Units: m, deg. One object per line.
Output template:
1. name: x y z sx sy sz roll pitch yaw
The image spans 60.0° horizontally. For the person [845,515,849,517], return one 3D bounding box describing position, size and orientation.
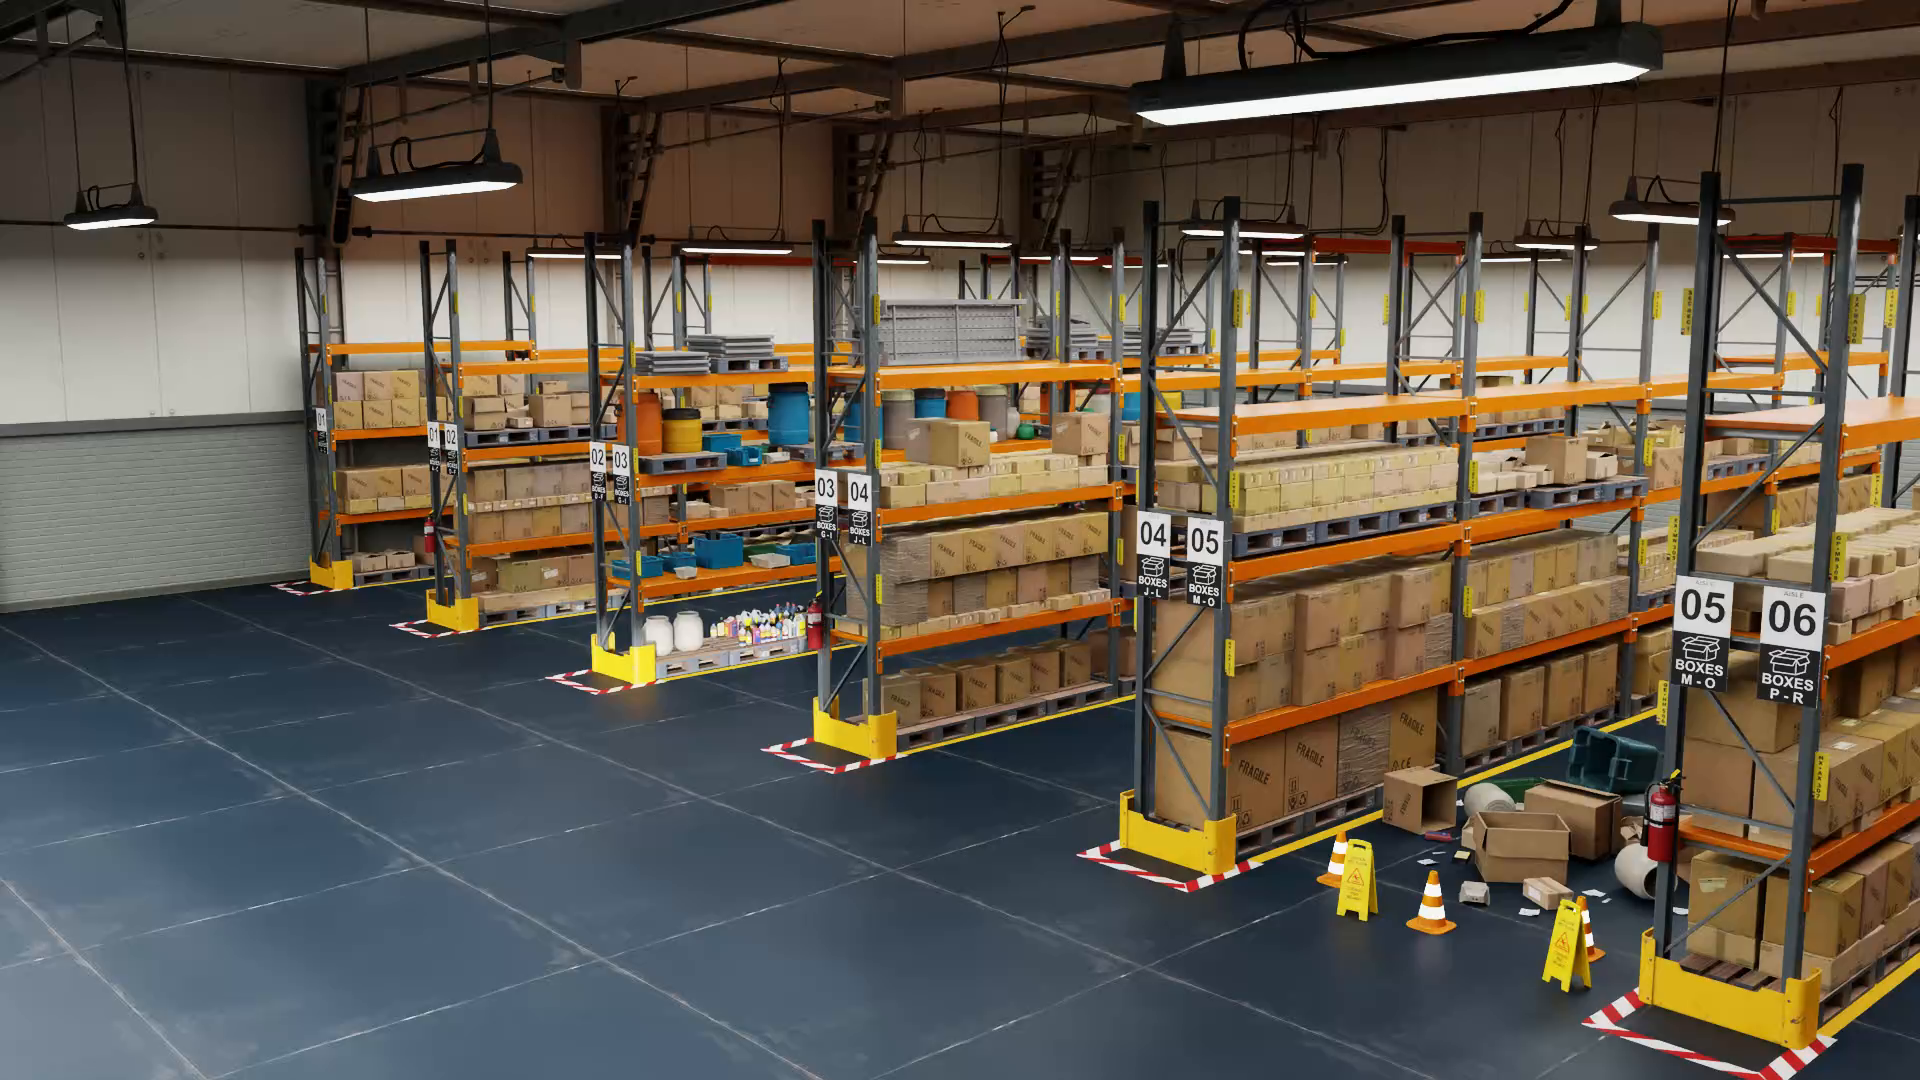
1. person: -1.789 -0.129 28.496 0.558 1.702 0.658 -8 12 -44
